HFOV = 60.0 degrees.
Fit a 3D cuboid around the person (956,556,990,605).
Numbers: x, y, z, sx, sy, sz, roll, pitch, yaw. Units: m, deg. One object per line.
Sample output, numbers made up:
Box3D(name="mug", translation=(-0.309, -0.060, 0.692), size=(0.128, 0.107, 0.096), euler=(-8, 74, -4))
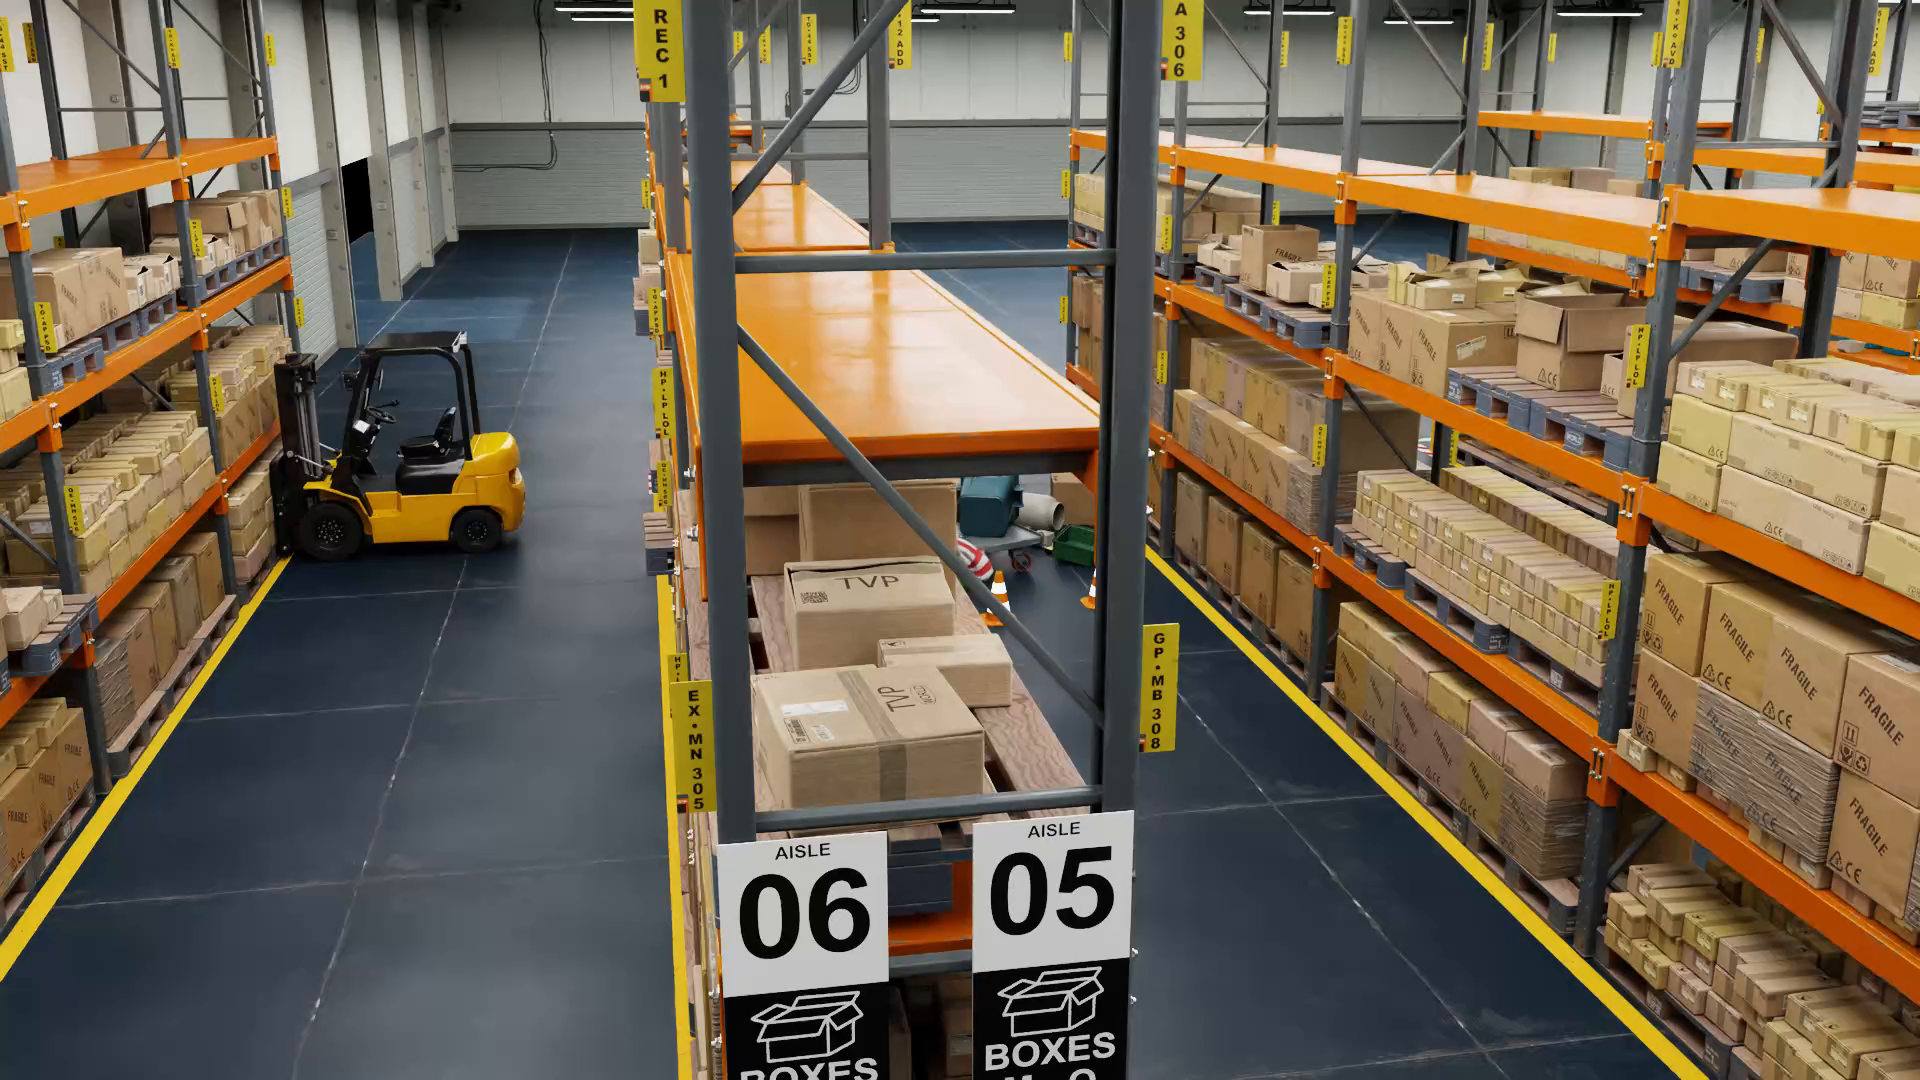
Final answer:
Box3D(name="person", translation=(-0.179, 0.449, 14.578), size=(0.886, 0.884, 0.558), euler=(-3, 16, -10))
